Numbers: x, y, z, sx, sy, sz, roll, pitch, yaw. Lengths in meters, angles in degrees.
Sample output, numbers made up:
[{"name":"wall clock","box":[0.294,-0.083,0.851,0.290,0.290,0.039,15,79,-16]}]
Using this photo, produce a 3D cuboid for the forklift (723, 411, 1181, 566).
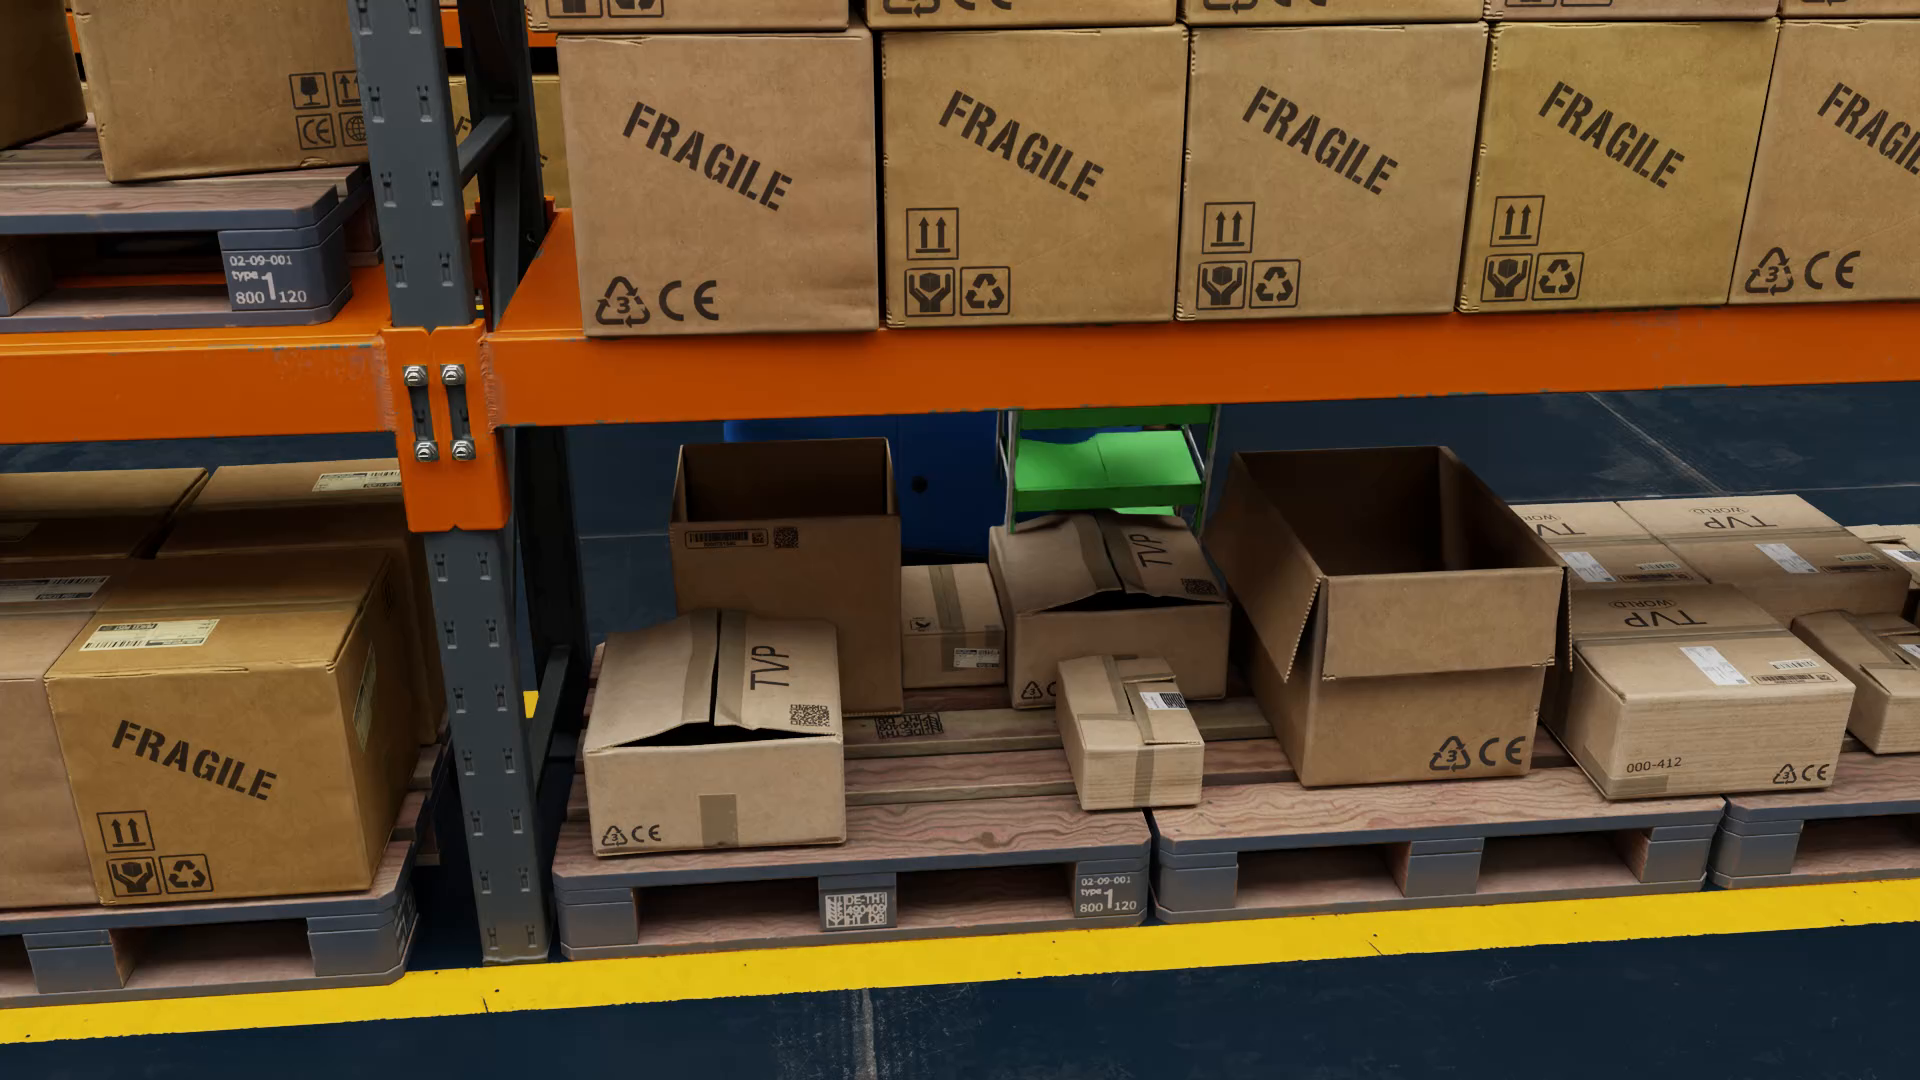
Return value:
[{"name":"forklift","box":[0.184,-1.628,5.305,1.130,2.935,3.031,5,25,12]}]

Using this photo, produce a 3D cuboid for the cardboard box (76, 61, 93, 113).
[{"name":"cardboard box","box":[-3.794,-1.781,7.694,0.750,0.750,0.750,-2,24,-5]}]

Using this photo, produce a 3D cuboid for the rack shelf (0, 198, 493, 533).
[{"name":"rack shelf","box":[-2.930,-0.312,3.145,4.000,0.370,1.077,-2,24,-5]}]

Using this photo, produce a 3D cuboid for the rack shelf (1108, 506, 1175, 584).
[{"name":"rack shelf","box":[0.347,0.042,4.347,0.480,0.148,0.258,-2,37,-6]}]

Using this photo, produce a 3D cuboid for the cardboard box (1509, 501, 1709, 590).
[{"name":"cardboard box","box":[1.477,0.122,4.126,0.500,0.250,0.500,-2,24,-5]}]

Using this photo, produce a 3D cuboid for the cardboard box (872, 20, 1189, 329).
[{"name":"cardboard box","box":[0.104,-0.698,3.005,0.500,0.500,0.500,-2,24,-4]}]

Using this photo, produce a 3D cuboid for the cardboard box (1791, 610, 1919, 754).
[{"name":"cardboard box","box":[2.112,0.314,3.796,0.250,0.166,0.380,-2,24,-5]}]

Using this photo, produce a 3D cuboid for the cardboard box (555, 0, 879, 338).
[{"name":"cardboard box","box":[-0.406,-0.677,2.956,0.500,0.500,0.500,-2,24,-4]}]

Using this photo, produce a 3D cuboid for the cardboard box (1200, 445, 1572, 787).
[{"name":"cardboard box","box":[0.929,0.142,3.769,0.637,0.503,0.797,-2,24,-5]}]

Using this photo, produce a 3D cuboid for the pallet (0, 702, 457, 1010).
[{"name":"pallet","box":[-1.745,0.601,3.637,1.213,0.211,1.003,-2,24,-5]}]

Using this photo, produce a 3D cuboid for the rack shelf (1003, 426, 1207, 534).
[{"name":"rack shelf","box":[0.353,-0.150,4.203,0.480,0.148,0.258,-2,37,-6]}]

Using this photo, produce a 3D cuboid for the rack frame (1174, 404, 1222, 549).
[{"name":"rack frame","box":[0.597,-0.211,4.188,0.015,1.200,0.240,-2,37,-6]}]

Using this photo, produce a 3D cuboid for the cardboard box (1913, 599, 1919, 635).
[{"name":"cardboard box","box":[2.524,0.182,3.683,0.500,0.500,0.500,-2,24,-5]}]

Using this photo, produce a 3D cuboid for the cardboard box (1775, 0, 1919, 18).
[{"name":"cardboard box","box":[1.607,-1.211,2.927,0.500,0.500,0.500,-2,24,-4]}]

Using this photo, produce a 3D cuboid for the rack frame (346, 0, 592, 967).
[{"name":"rack frame","box":[-0.940,-0.721,3.178,0.127,3.000,1.000,-2,24,-5]}]

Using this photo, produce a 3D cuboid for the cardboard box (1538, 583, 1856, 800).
[{"name":"cardboard box","box":[1.576,0.322,3.676,0.500,0.250,0.500,-2,24,-5]}]

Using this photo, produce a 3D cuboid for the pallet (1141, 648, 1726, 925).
[{"name":"pallet","box":[0.961,0.477,3.918,1.213,0.211,1.003,-2,24,-5]}]

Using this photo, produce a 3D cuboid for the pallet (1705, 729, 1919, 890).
[{"name":"pallet","box":[2.172,0.429,4.025,1.213,0.211,1.003,-2,24,-5]}]

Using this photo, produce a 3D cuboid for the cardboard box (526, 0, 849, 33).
[{"name":"cardboard box","box":[-0.443,-1.128,2.741,0.500,0.500,0.500,-2,24,-4]}]

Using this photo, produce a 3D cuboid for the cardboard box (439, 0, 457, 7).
[{"name":"cardboard box","box":[-2.250,-2.477,7.415,0.250,0.149,0.380,-2,24,-3]}]

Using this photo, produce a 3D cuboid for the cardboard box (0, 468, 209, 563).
[{"name":"cardboard box","box":[-1.975,0.167,3.717,0.500,0.500,0.500,-2,24,-4]}]

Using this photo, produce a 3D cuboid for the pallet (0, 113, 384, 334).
[{"name":"pallet","box":[-1.746,-0.645,3.245,1.213,0.211,1.003,-2,24,-5]}]

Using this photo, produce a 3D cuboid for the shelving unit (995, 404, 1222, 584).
[{"name":"shelving unit","box":[0.355,-0.201,4.164,0.503,1.200,0.258,-2,37,-6]}]

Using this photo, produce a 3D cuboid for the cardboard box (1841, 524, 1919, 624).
[{"name":"cardboard box","box":[2.342,0.101,4.276,0.250,0.166,0.380,-2,24,-5]}]

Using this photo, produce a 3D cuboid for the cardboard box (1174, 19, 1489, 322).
[{"name":"cardboard box","box":[0.602,-0.717,3.048,0.500,0.500,0.500,-2,24,-5]}]

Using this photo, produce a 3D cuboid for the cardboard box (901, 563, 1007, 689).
[{"name":"cardboard box","box":[-0.033,0.204,4.065,0.250,0.149,0.380,-2,24,-5]}]

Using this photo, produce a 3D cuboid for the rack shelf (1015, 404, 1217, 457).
[{"name":"rack shelf","box":[0.359,-0.342,4.058,0.480,0.148,0.258,-2,37,-6]}]

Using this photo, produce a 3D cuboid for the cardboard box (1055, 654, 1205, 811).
[{"name":"cardboard box","box":[0.359,0.405,3.592,0.250,0.166,0.380,-2,24,-5]}]

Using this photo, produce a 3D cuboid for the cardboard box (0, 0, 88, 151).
[{"name":"cardboard box","box":[-2.111,-0.977,3.114,0.500,0.500,0.700,1,24,3]}]

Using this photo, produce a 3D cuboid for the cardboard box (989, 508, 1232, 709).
[{"name":"cardboard box","box":[0.346,0.140,4.011,0.500,0.311,0.500,-2,24,-5]}]

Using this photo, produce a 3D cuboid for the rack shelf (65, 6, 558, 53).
[{"name":"rack shelf","box":[-3.421,-2.314,7.649,4.000,0.370,1.077,-2,24,-5]}]

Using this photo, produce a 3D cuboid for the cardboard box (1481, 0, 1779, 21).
[{"name":"cardboard box","box":[1.096,-1.190,2.881,0.500,0.500,0.500,-2,24,-4]}]

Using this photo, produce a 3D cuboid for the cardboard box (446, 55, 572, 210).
[{"name":"cardboard box","box":[-2.064,-1.854,7.857,0.750,0.750,0.750,-2,24,-5]}]

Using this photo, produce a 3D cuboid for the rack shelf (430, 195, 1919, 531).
[{"name":"rack shelf","box":[1.051,-0.472,3.504,4.000,0.370,1.077,-2,24,-5]}]

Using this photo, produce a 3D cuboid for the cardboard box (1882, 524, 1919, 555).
[{"name":"cardboard box","box":[2.590,0.099,4.302,0.250,0.149,0.380,-2,24,-5]}]

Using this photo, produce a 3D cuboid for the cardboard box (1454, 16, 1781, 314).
[{"name":"cardboard box","box":[1.108,-0.738,3.095,0.500,0.500,0.500,-3,24,-6]}]

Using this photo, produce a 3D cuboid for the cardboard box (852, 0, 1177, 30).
[{"name":"cardboard box","box":[0.070,-1.149,2.788,0.500,0.500,0.500,-3,24,-7]}]

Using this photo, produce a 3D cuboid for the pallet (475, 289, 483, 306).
[{"name":"pallet","box":[-2.191,-1.387,8.111,1.213,0.211,1.003,-2,24,-5]}]

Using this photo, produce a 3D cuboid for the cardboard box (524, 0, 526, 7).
[{"name":"cardboard box","box":[-1.988,-2.470,7.398,0.250,0.149,0.380,-2,24,-4]}]

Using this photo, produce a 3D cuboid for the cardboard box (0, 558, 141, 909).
[{"name":"cardboard box","box":[-1.895,0.372,3.255,0.500,0.500,0.500,-2,24,-5]}]

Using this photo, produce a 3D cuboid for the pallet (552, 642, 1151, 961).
[{"name":"pallet","box":[-0.256,0.527,3.805,1.213,0.211,1.003,-2,24,-5]}]

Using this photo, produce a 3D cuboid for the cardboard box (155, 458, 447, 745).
[{"name":"cardboard box","box":[-1.445,0.141,3.775,0.500,0.500,0.500,-3,24,-8]}]

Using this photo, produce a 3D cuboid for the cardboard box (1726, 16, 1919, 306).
[{"name":"cardboard box","box":[1.609,-0.758,3.140,0.500,0.500,0.500,-2,24,-5]}]

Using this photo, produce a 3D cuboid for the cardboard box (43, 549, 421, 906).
[{"name":"cardboard box","box":[-1.403,0.356,3.292,0.500,0.500,0.500,-2,24,-5]}]

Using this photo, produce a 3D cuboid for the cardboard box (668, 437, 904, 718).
[{"name":"cardboard box","box":[-0.401,0.083,3.906,0.500,0.500,0.500,-2,24,-5]}]

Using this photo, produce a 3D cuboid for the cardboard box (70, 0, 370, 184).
[{"name":"cardboard box","box":[-1.433,-1.030,3.233,0.500,0.500,0.700,-11,26,-23]}]

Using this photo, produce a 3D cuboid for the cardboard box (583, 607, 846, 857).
[{"name":"cardboard box","box":[-0.501,0.378,3.476,0.500,0.311,0.500,-2,24,-5]}]

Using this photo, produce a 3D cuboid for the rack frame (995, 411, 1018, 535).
[{"name":"rack frame","box":[0.112,-0.191,4.140,0.015,1.200,0.240,-2,37,-6]}]

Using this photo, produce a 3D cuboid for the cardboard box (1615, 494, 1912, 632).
[{"name":"cardboard box","box":[1.974,0.102,4.171,0.500,0.250,0.500,-2,24,-5]}]

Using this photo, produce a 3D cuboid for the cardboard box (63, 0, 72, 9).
[{"name":"cardboard box","box":[-3.783,-2.440,7.330,0.250,0.149,0.380,-2,24,-4]}]

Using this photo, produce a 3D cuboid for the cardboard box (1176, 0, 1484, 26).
[{"name":"cardboard box","box":[0.582,-1.169,2.834,0.500,0.500,0.500,-3,24,-7]}]
